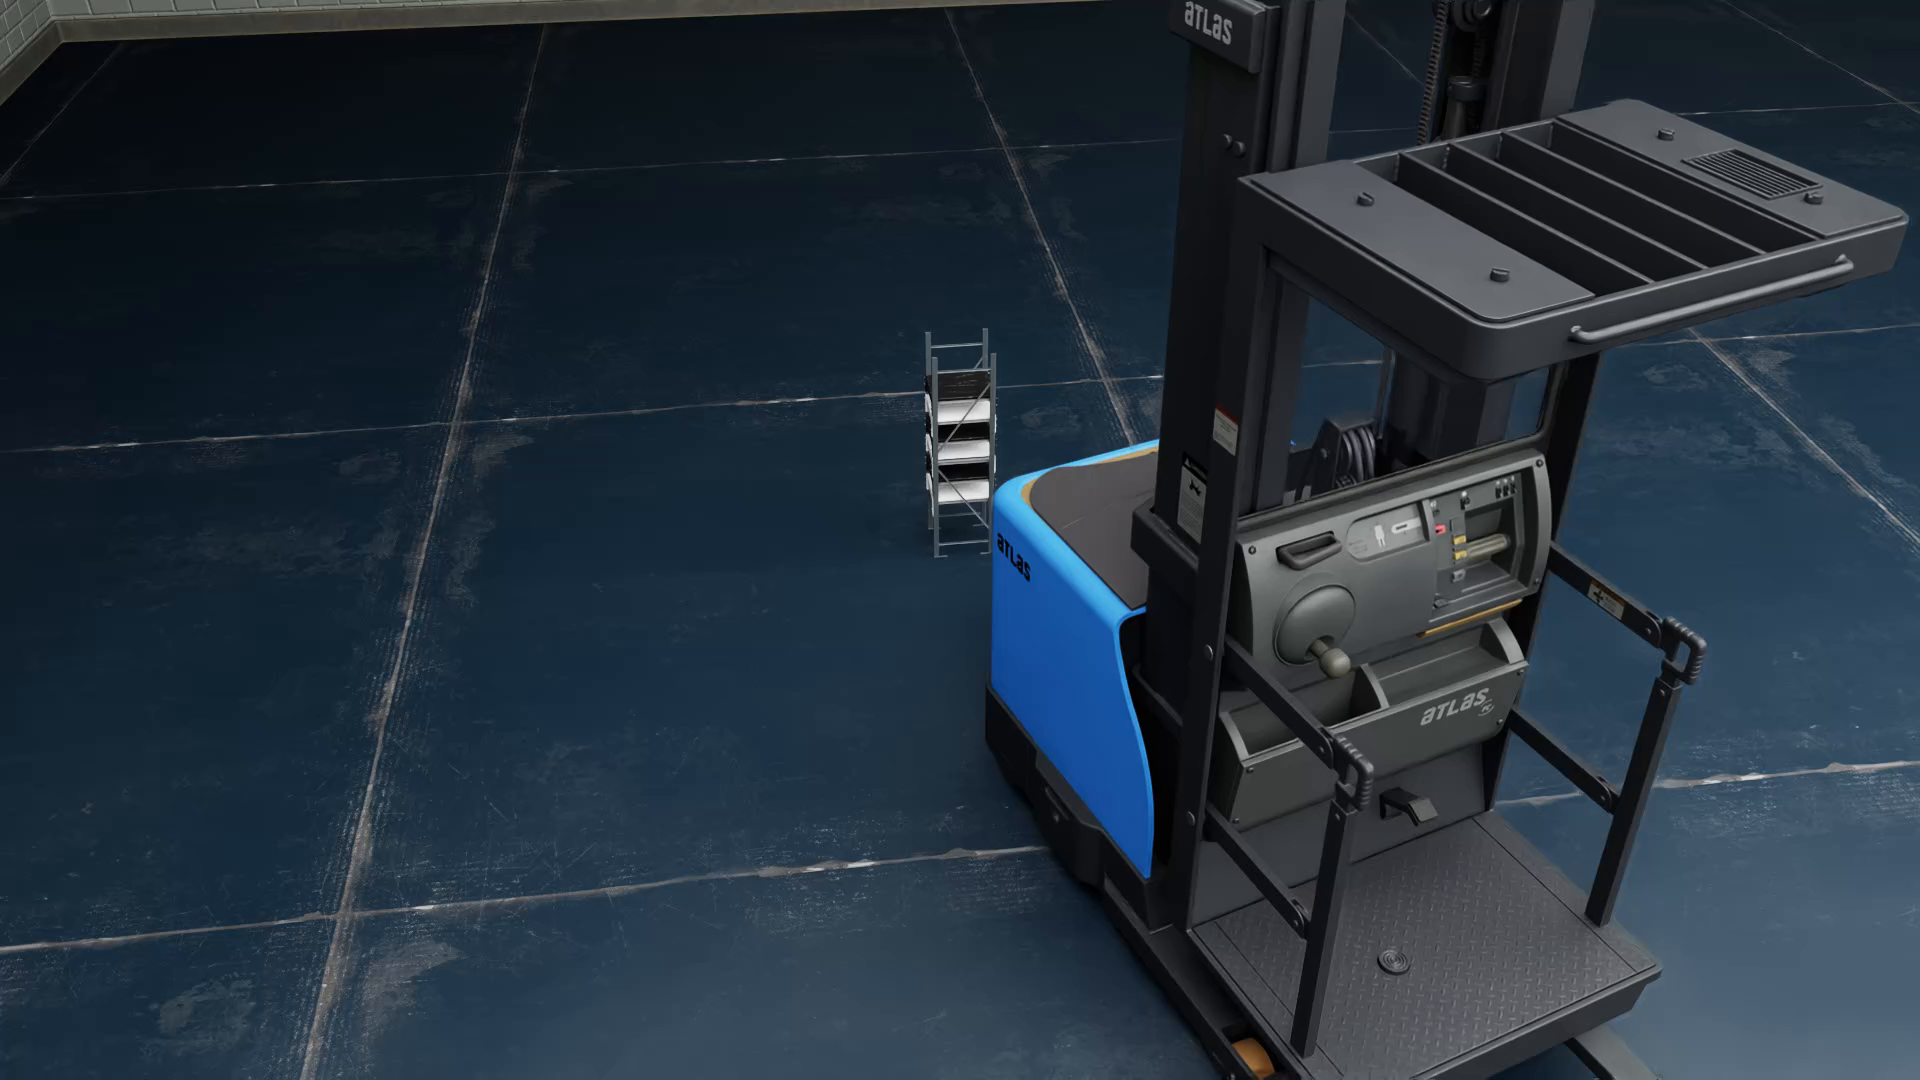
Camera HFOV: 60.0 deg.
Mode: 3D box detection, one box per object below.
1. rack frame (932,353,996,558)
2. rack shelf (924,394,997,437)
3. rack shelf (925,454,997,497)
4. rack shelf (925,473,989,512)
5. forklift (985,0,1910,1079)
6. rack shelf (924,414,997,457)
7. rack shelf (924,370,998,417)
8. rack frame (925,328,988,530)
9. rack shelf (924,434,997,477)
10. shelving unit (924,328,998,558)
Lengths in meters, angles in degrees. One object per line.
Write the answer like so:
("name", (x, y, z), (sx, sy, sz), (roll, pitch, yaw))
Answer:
("rack frame", (0.015, -0.311, 6.407), (0.240, 0.900, 0.006), (-4, 35, -6))
("rack shelf", (0.001, -0.489, 6.407), (0.258, 0.077, 0.200), (-4, 35, -6))
("rack shelf", (0.001, -0.265, 6.559), (0.258, 0.077, 0.200), (-4, 35, -6))
("rack shelf", (0.001, -0.191, 6.610), (0.258, 0.077, 0.200), (-4, 35, -6))
("forklift", (1.191, 0.120, 3.971), (1.130, 2.935, 3.031), (-16, 37, -22))
("rack shelf", (0.001, -0.414, 6.458), (0.258, 0.077, 0.200), (-4, 35, -6))
("rack shelf", (0.001, -0.563, 6.357), (0.258, 0.077, 0.200), (-4, 35, -6))
("rack frame", (-0.013, -0.424, 6.573), (0.240, 0.900, 0.006), (-4, 35, -6))
("rack shelf", (0.001, -0.340, 6.509), (0.258, 0.077, 0.200), (-4, 35, -6))
("shelving unit", (0.001, -0.367, 6.490), (0.258, 0.900, 0.210), (-4, 35, -6))
